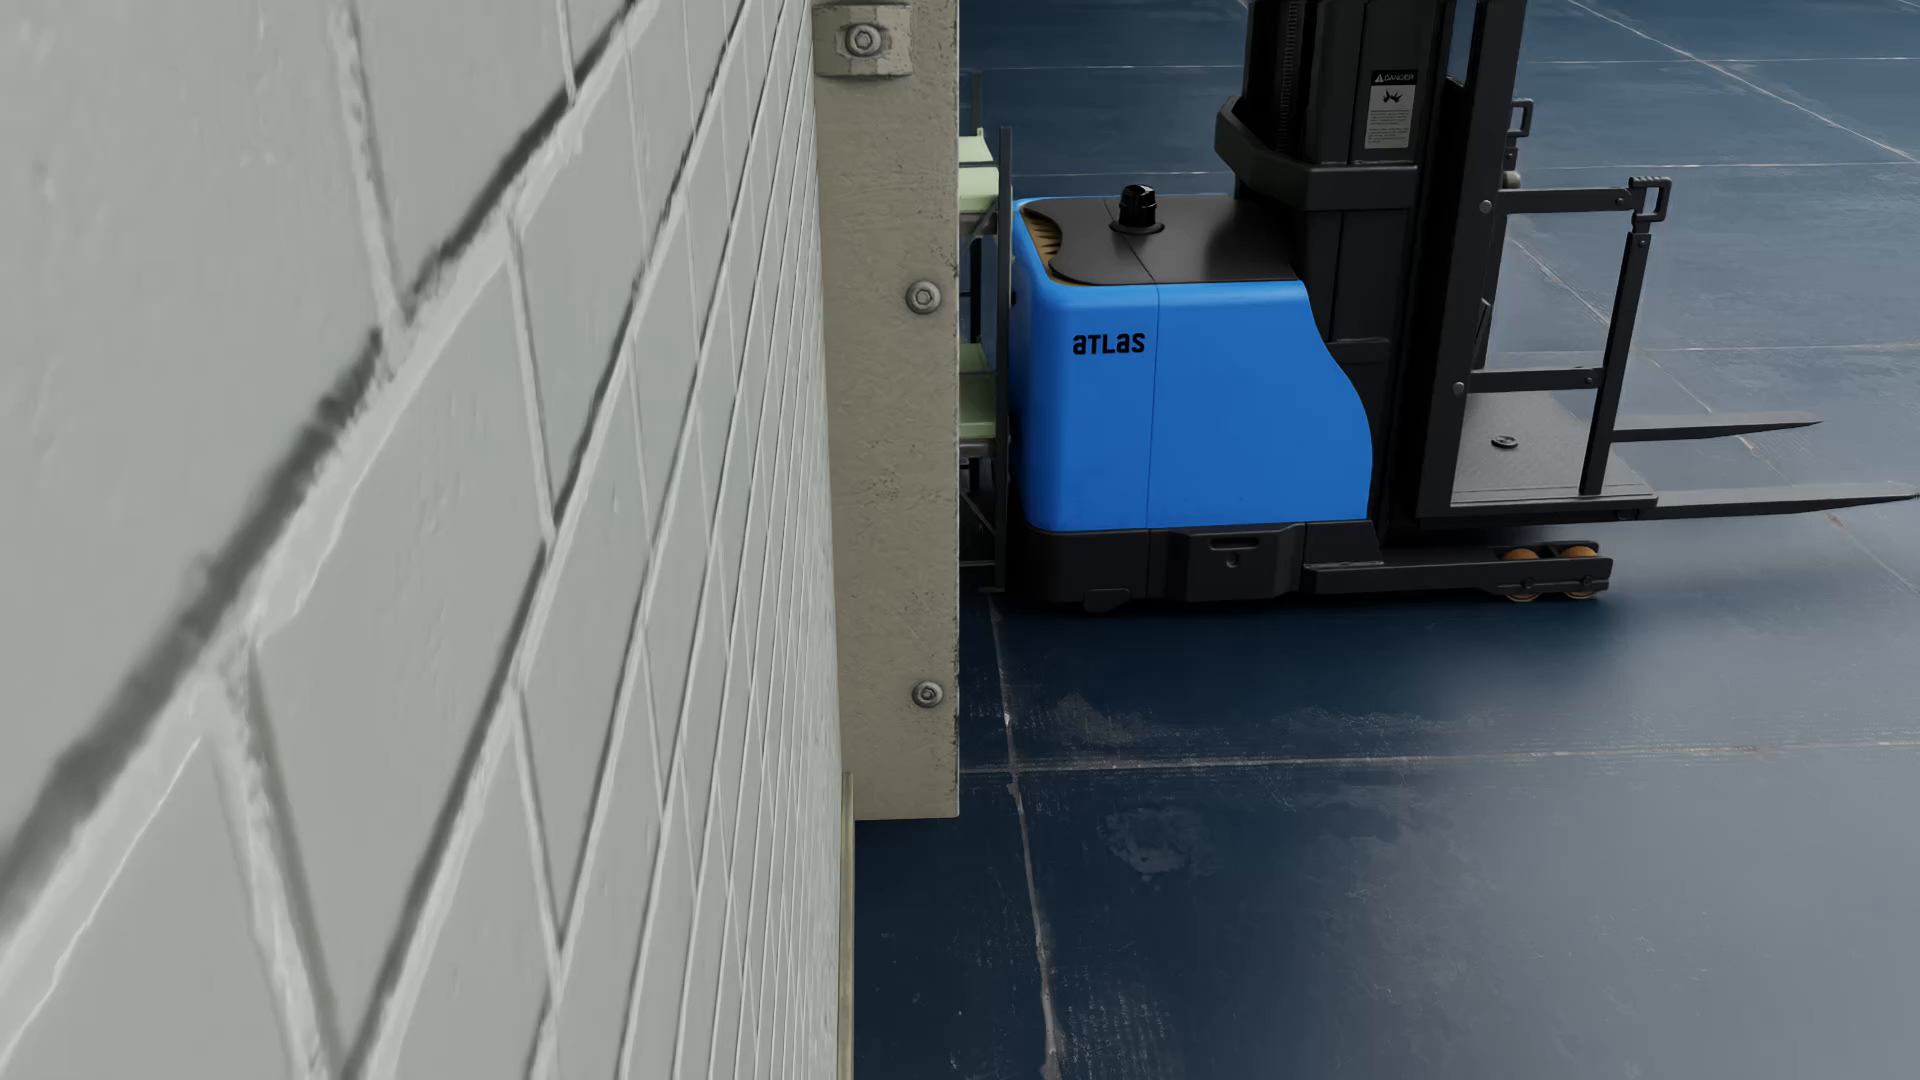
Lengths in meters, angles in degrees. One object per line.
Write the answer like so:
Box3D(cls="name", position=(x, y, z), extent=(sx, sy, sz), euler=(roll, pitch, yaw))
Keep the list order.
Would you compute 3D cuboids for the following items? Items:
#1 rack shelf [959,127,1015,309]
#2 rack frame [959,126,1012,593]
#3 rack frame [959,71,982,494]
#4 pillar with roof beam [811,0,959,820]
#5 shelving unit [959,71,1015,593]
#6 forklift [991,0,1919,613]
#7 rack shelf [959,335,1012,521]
Box3D(cls="rack shelf", position=(-0.091, -1.007, 5.171), extent=(0.431, 0.370, 0.720), euler=(-3, 28, -5))
Box3D(cls="rack frame", position=(-0.053, -0.493, 5.029), extent=(0.400, 1.500, 0.023), euler=(-3, 28, -5))
Box3D(cls="rack frame", position=(-0.129, -0.829, 5.674), extent=(0.400, 1.500, 0.023), euler=(-3, 28, -5))
Box3D(cls="pillar with roof beam", position=(4.132, -3.462, 2.612), extent=(9.100, 9.000, 0.400), euler=(-1, 28, -3))
Box3D(cls="shelving unit", position=(-0.091, -0.661, 5.351), extent=(0.431, 1.500, 0.755), euler=(-3, 28, -5))
Box3D(cls="forklift", position=(1.662, -1.343, 5.111), extent=(3.031, 2.935, 1.130), euler=(-3, 28, -5))
Box3D(cls="rack shelf", position=(-0.091, -0.372, 5.502), extent=(0.431, 0.370, 0.720), euler=(-3, 28, -5))
